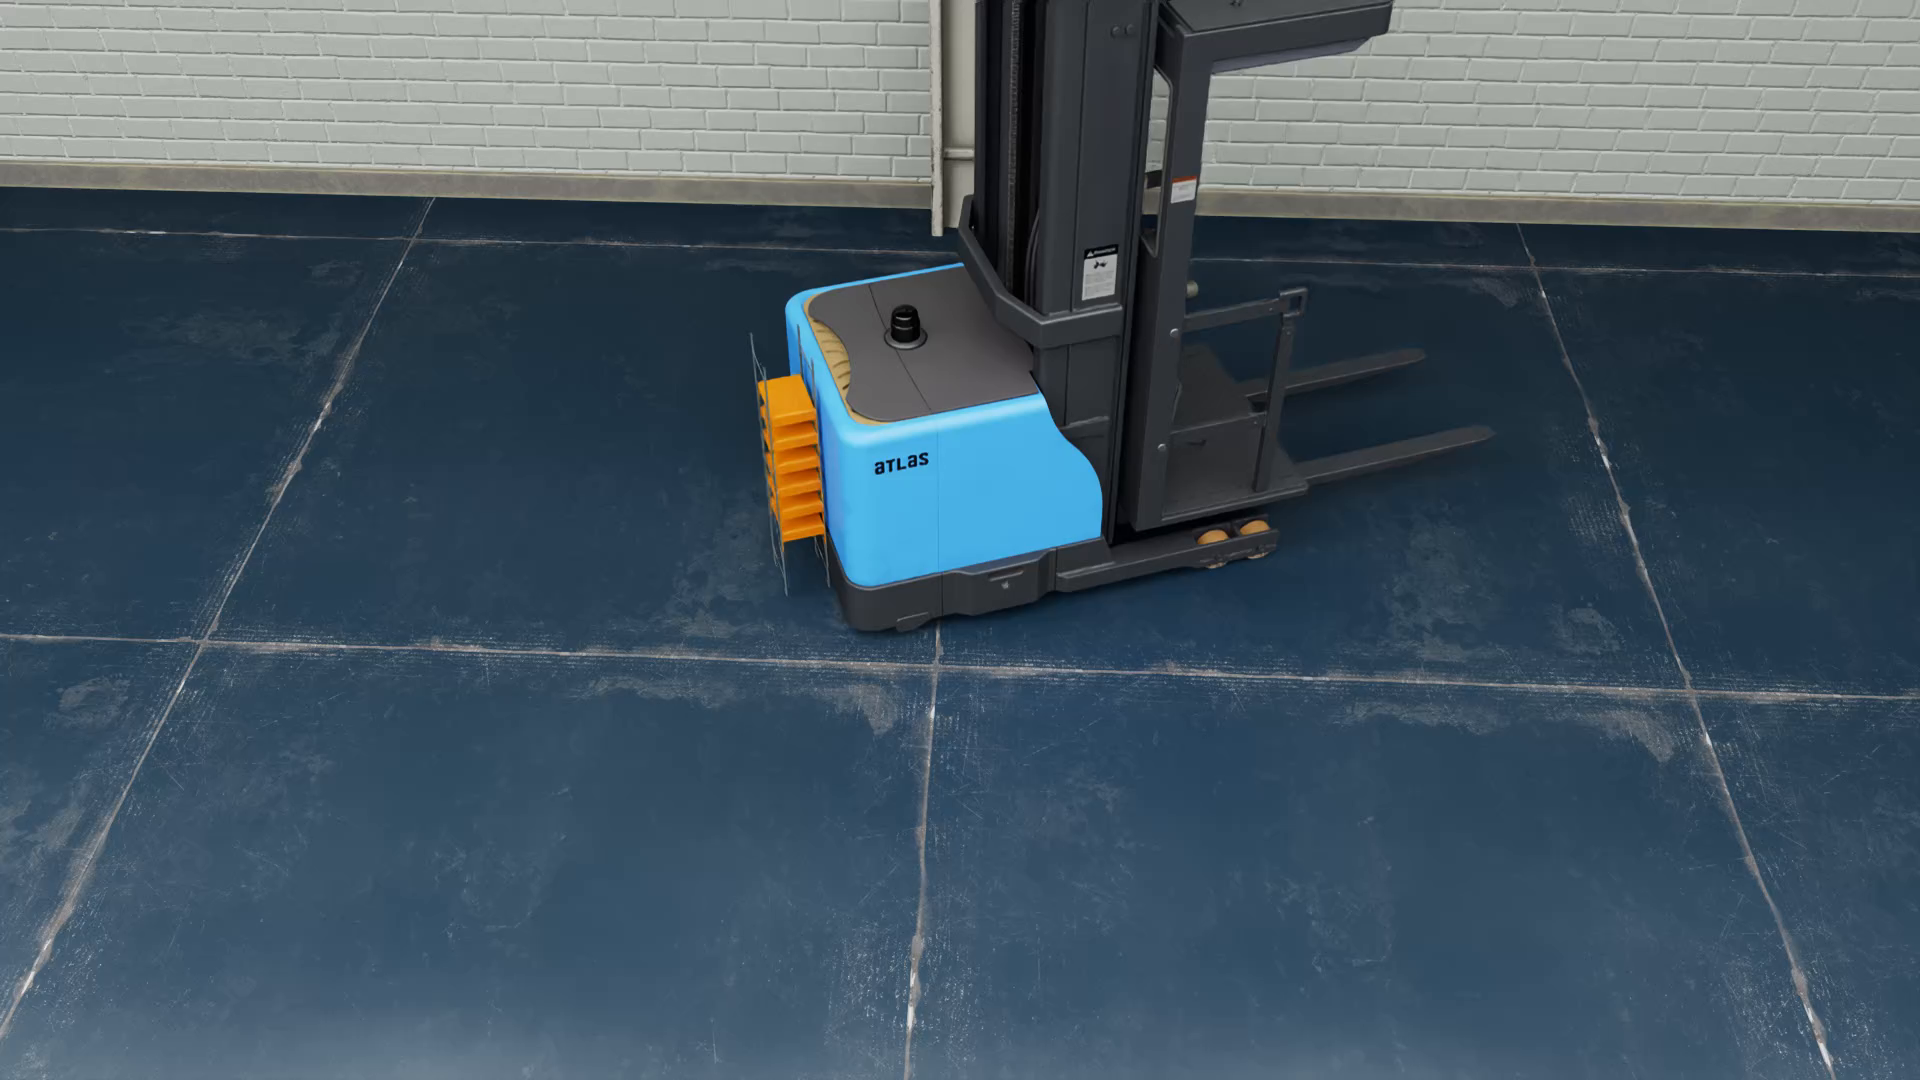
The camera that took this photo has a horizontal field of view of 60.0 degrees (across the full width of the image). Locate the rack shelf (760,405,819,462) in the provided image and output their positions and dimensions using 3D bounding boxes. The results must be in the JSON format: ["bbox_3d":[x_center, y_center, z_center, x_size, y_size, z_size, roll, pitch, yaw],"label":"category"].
[{"bbox_3d":[-0.675,-0.438,6.553,0.180,0.103,0.258,-12,44,-13],"label":"rack shelf"}]

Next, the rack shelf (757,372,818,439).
[{"bbox_3d":[-0.675,-0.525,6.471,0.180,0.103,0.258,-12,44,-13],"label":"rack shelf"}]

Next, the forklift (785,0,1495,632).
[{"bbox_3d":[0.851,-1.284,6.478,3.031,2.935,1.130,-12,44,-13],"label":"forklift"}]

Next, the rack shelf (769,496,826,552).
[{"bbox_3d":[-0.675,-0.086,6.880,0.180,0.103,0.258,-12,44,-13],"label":"rack shelf"}]

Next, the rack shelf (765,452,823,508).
[{"bbox_3d":[-0.675,-0.262,6.716,0.180,0.103,0.258,-12,44,-13],"label":"rack shelf"}]

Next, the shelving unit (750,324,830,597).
[{"bbox_3d":[-0.675,-0.295,6.686,0.189,1.200,0.258,-12,44,-13],"label":"shelving unit"}]

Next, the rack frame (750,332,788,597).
[{"bbox_3d":[-0.762,-0.276,6.666,0.006,1.200,0.240,-12,44,-13],"label":"rack frame"}]

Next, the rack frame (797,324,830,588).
[{"bbox_3d":[-0.588,-0.314,6.706,0.006,1.200,0.240,-12,44,-13],"label":"rack frame"}]

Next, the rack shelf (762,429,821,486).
[{"bbox_3d":[-0.675,-0.350,6.634,0.180,0.103,0.258,-12,44,-13],"label":"rack shelf"}]

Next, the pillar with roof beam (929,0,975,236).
[{"bbox_3d":[-0.141,-2.110,2.913,0.400,9.000,9.100,2,43,2],"label":"pillar with roof beam"}]

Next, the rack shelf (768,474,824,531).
[{"bbox_3d":[-0.675,-0.174,6.798,0.180,0.103,0.258,-12,44,-13],"label":"rack shelf"}]
